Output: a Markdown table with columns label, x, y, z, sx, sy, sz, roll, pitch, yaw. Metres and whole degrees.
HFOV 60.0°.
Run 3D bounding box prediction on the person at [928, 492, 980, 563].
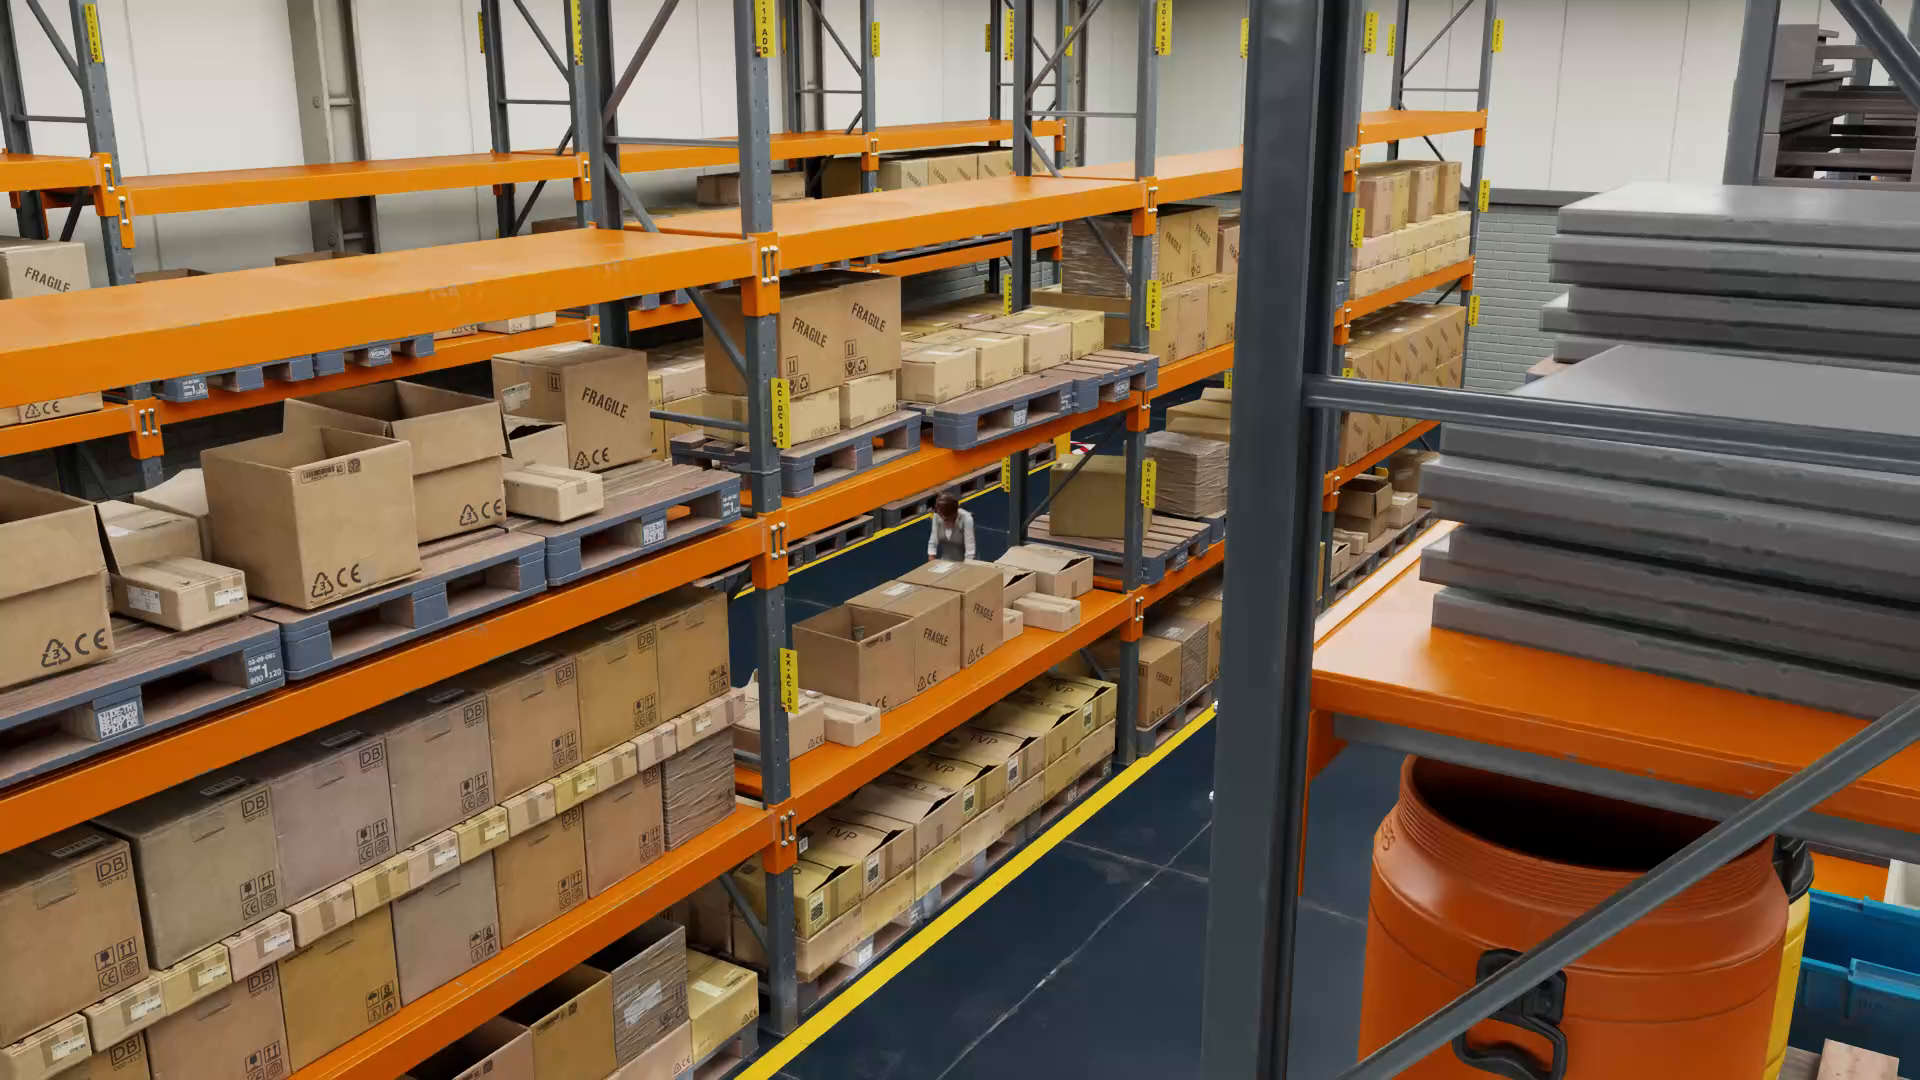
| label | x | y | z | sx | sy | sz | roll | pitch | yaw |
| --- | --- | --- | --- | --- | --- | --- | --- | --- | --- |
| person | -0.033 | 0.258 | 14.033 | 0.456 | 1.408 | 0.560 | 10 | 19 | 31 |
